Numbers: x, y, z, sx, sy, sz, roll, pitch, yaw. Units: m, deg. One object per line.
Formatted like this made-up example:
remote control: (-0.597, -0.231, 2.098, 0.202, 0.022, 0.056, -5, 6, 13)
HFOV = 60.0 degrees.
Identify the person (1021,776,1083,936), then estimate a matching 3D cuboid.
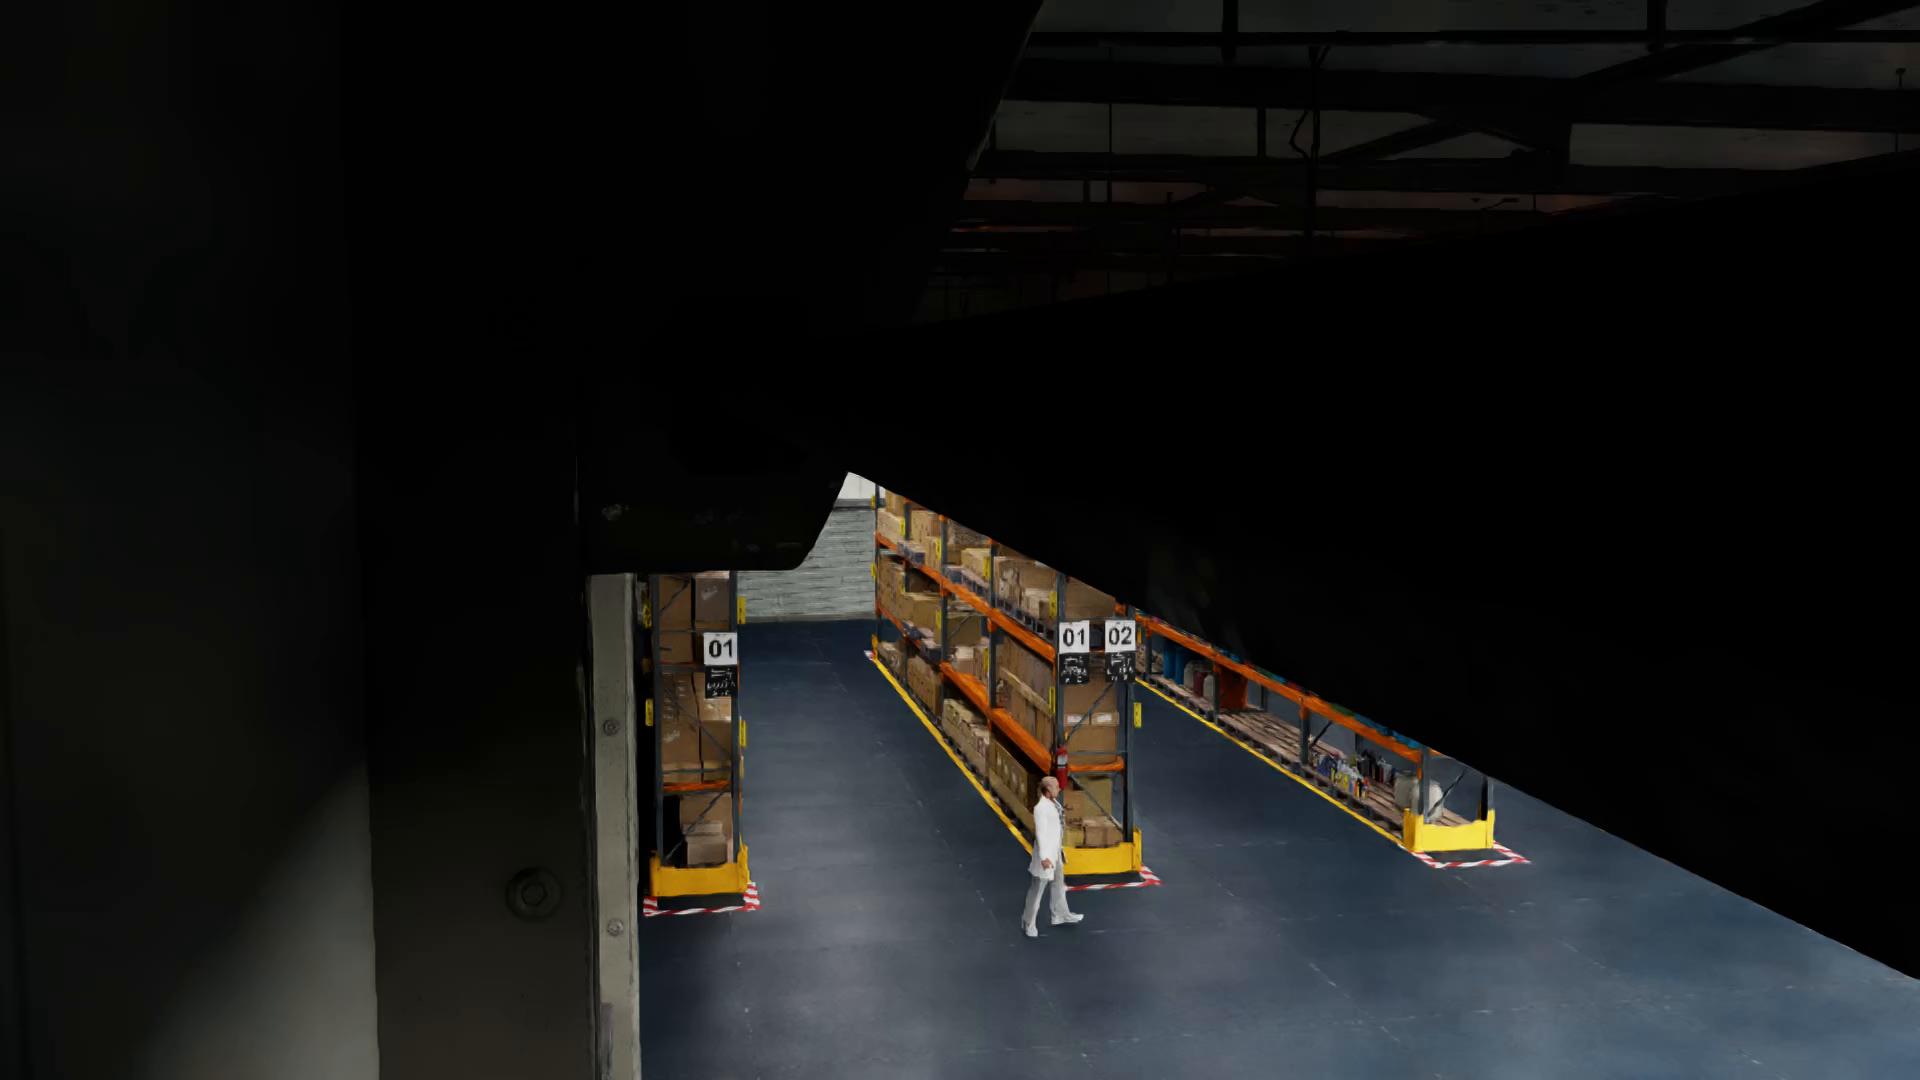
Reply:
person: (1.008, 3.512, 18.722, 0.575, 1.771, 0.761, 2, 6, 22)
